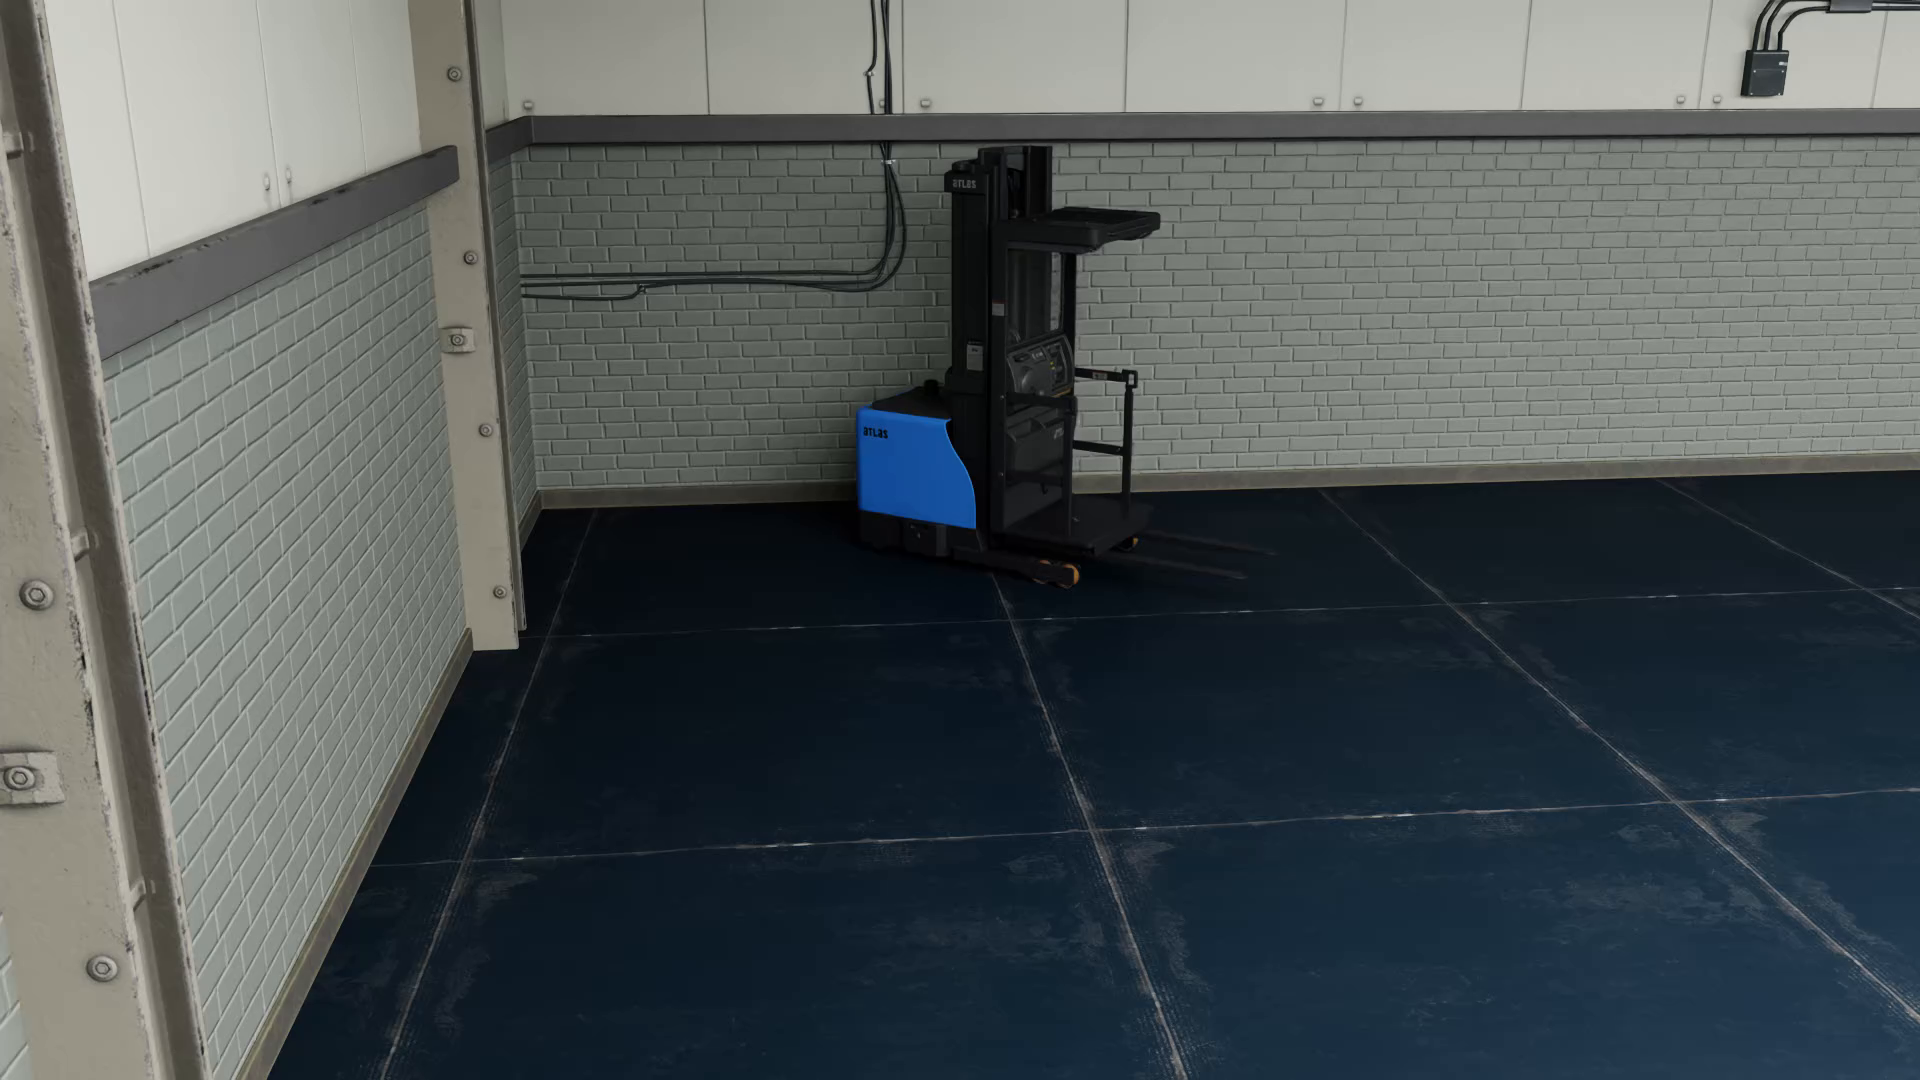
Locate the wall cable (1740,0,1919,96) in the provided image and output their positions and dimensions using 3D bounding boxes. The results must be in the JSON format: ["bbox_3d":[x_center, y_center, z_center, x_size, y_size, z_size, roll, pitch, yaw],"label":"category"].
[{"bbox_3d":[7.491,-6.491,12.651,2.305,6.003,0.169,-2,18,-6],"label":"wall cable"}]

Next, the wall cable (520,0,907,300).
[{"bbox_3d":[-1.954,-3.098,12.706,3.097,2.526,0.112,-2,18,-6],"label":"wall cable"}]

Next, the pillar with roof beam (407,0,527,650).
[{"bbox_3d":[1.317,-3.794,9.739,9.100,9.000,0.400,-2,18,-6],"label":"pillar with roof beam"}]

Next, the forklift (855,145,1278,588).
[{"bbox_3d":[0.754,-1.242,11.741,3.031,2.935,1.130,10,20,29],"label":"forklift"}]
